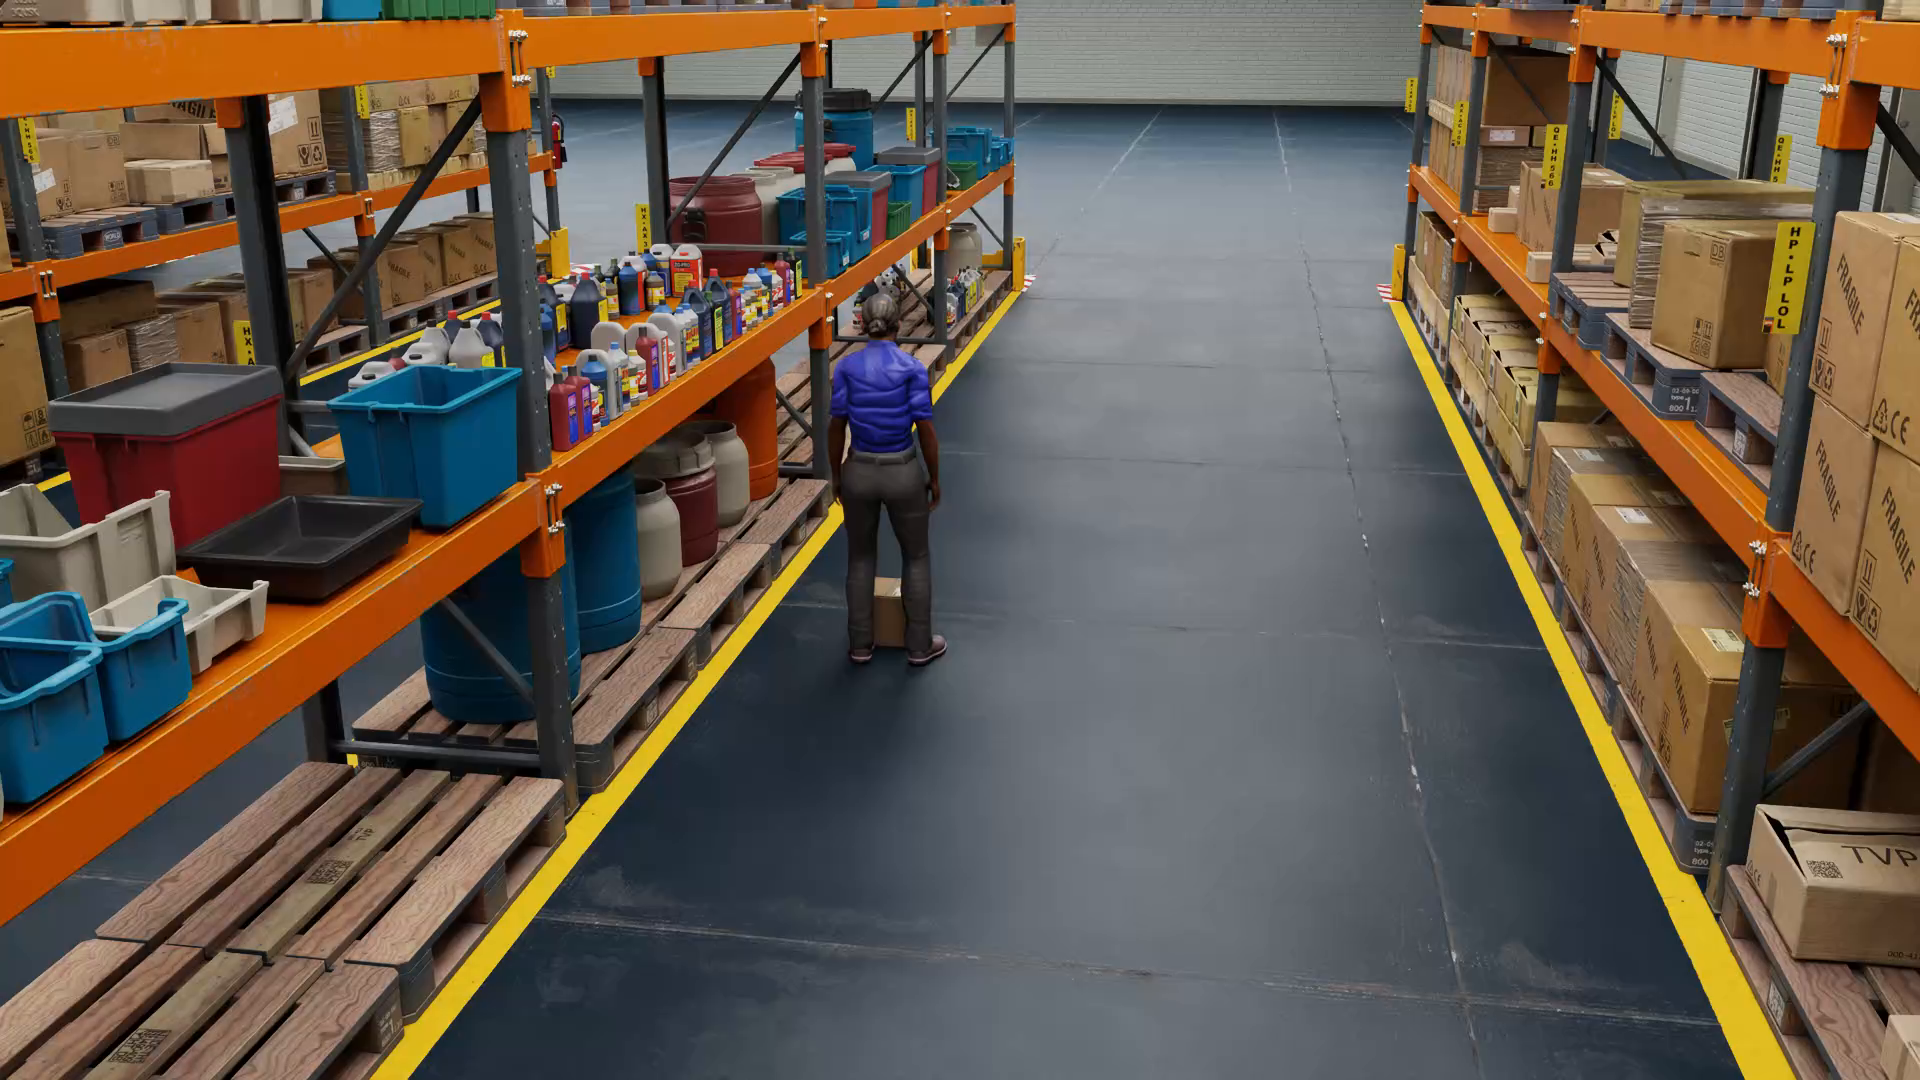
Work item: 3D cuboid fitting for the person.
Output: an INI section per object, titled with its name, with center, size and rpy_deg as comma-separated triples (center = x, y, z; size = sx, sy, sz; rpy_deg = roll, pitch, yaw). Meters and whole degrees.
[person]
center = -0.328, -0.257, 7.353
size = 0.507, 1.655, 0.350
rpy_deg = 3, 18, 9
